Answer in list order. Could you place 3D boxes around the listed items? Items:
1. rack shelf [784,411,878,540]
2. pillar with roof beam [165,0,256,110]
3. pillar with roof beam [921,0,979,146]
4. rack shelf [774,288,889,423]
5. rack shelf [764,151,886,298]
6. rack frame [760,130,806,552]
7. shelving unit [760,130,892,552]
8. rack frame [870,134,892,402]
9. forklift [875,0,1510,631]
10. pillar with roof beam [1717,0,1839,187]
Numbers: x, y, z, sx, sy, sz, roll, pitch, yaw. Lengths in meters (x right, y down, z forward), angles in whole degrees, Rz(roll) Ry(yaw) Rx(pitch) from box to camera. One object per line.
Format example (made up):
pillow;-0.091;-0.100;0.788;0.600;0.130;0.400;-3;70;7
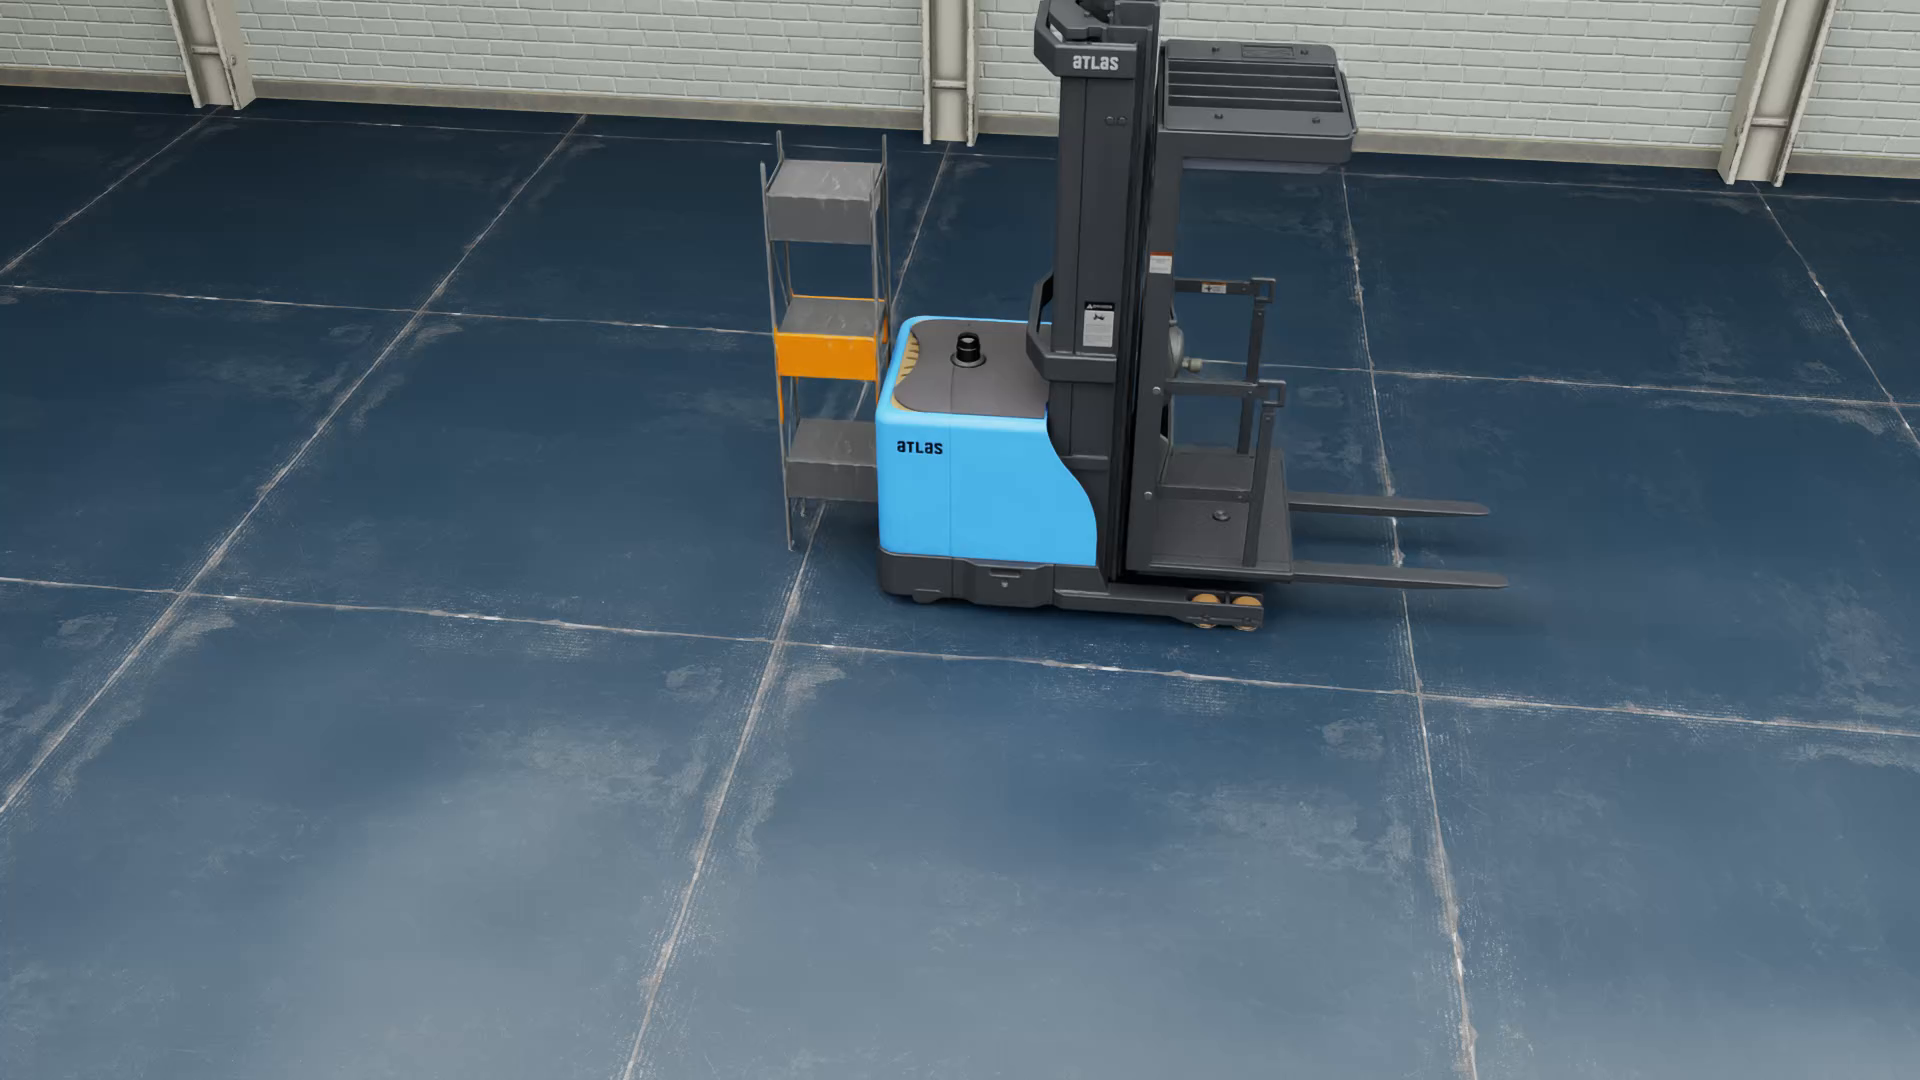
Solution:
rack shelf;-0.607;-0.314;8.468;0.480;0.518;0.431;4;36;5
pillar with roof beam;-6.570;-4.779;7.557;0.400;9.000;9.100;4;36;6
pillar with roof beam;-0.619;-4.335;6.935;0.400;9.000;9.100;4;36;6
rack shelf;-0.607;-0.884;8.061;0.480;0.518;0.431;4;36;5
rack shelf;-0.607;-1.453;7.654;0.480;0.518;0.431;4;36;5
rack frame;-0.849;-0.910;8.075;0.015;2.100;0.400;4;36;5
shelving unit;-0.607;-0.895;8.053;0.503;2.100;0.431;4;36;5
rack frame;-0.364;-0.879;8.032;0.015;2.100;0.400;4;36;5
forklift;1.149;-1.083;7.602;3.031;2.935;1.130;4;36;5
pillar with roof beam;5.332;-3.891;6.313;0.400;9.000;9.100;4;36;6
